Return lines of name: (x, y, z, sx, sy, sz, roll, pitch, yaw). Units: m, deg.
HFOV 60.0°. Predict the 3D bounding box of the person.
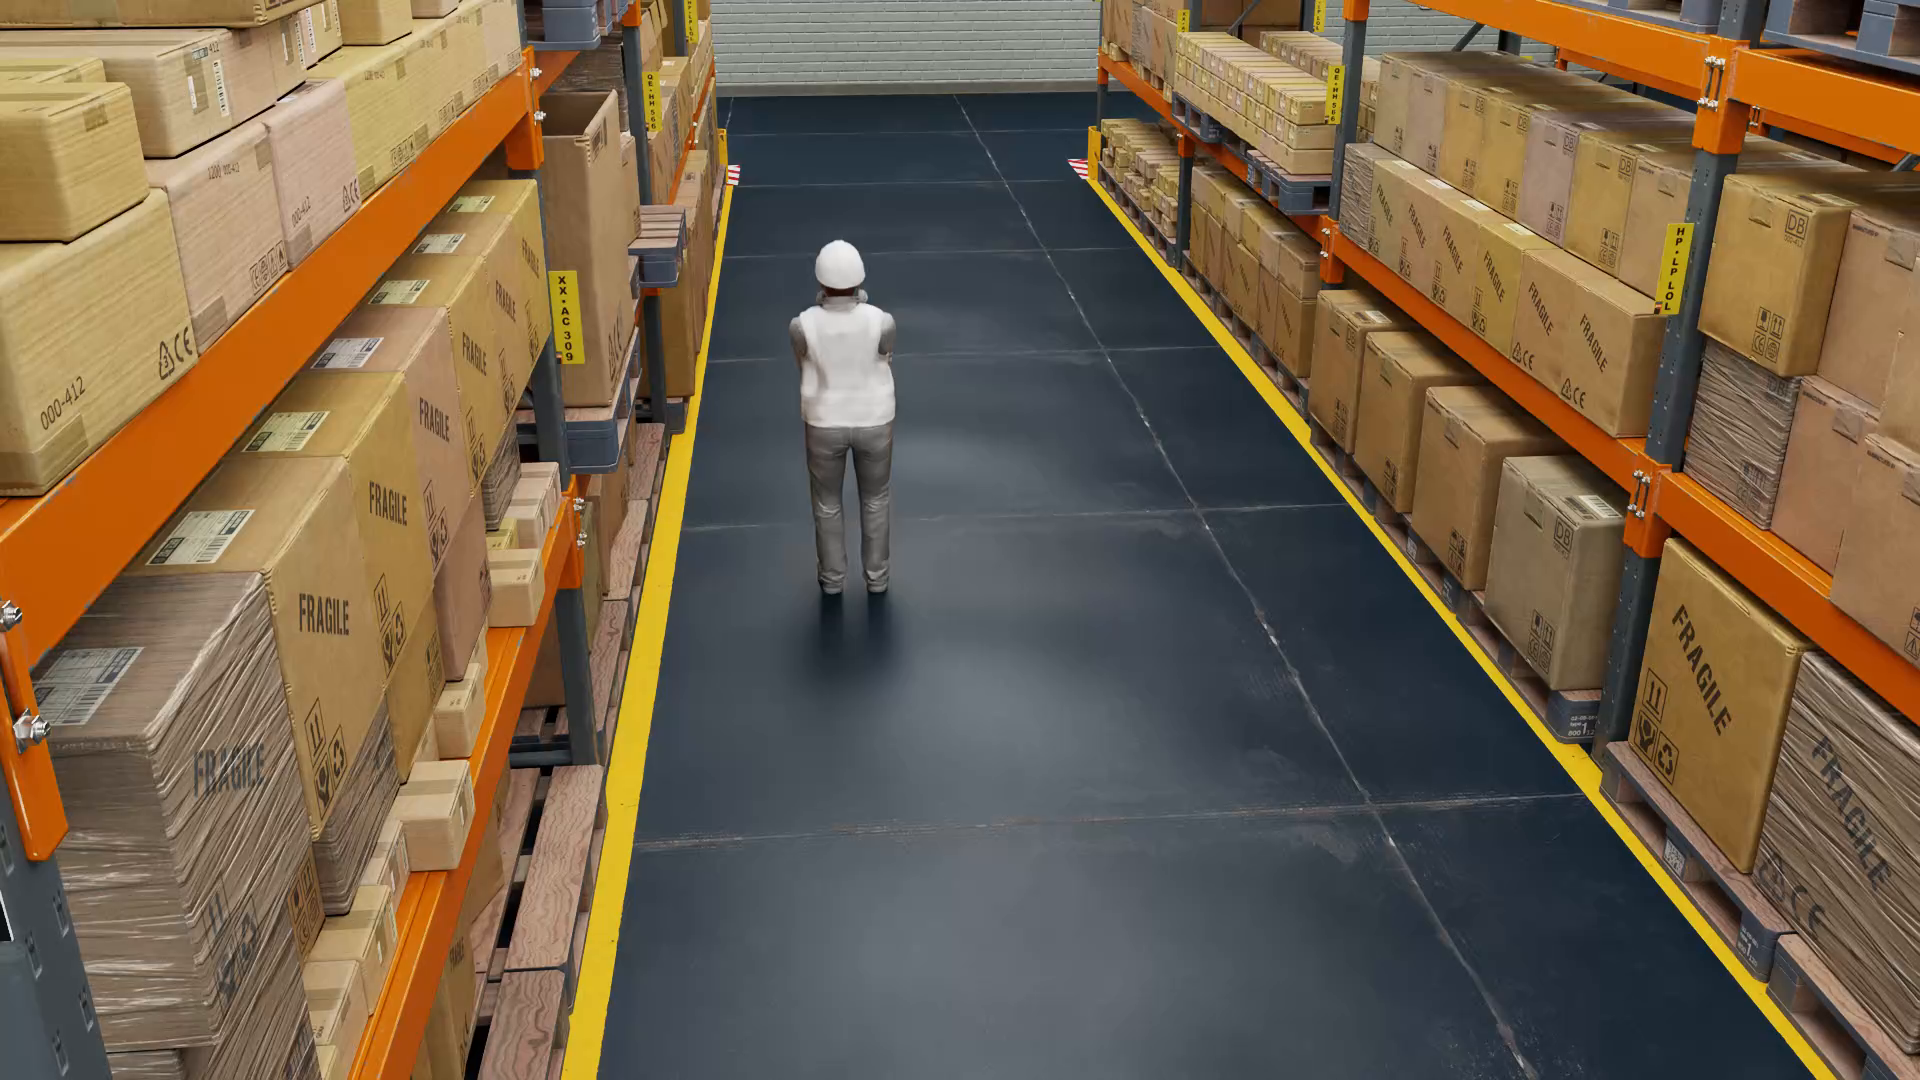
person: (-3.868, -2.219, 6.605, 7.118, 5.808, 11.419, -2, 24, -5)
